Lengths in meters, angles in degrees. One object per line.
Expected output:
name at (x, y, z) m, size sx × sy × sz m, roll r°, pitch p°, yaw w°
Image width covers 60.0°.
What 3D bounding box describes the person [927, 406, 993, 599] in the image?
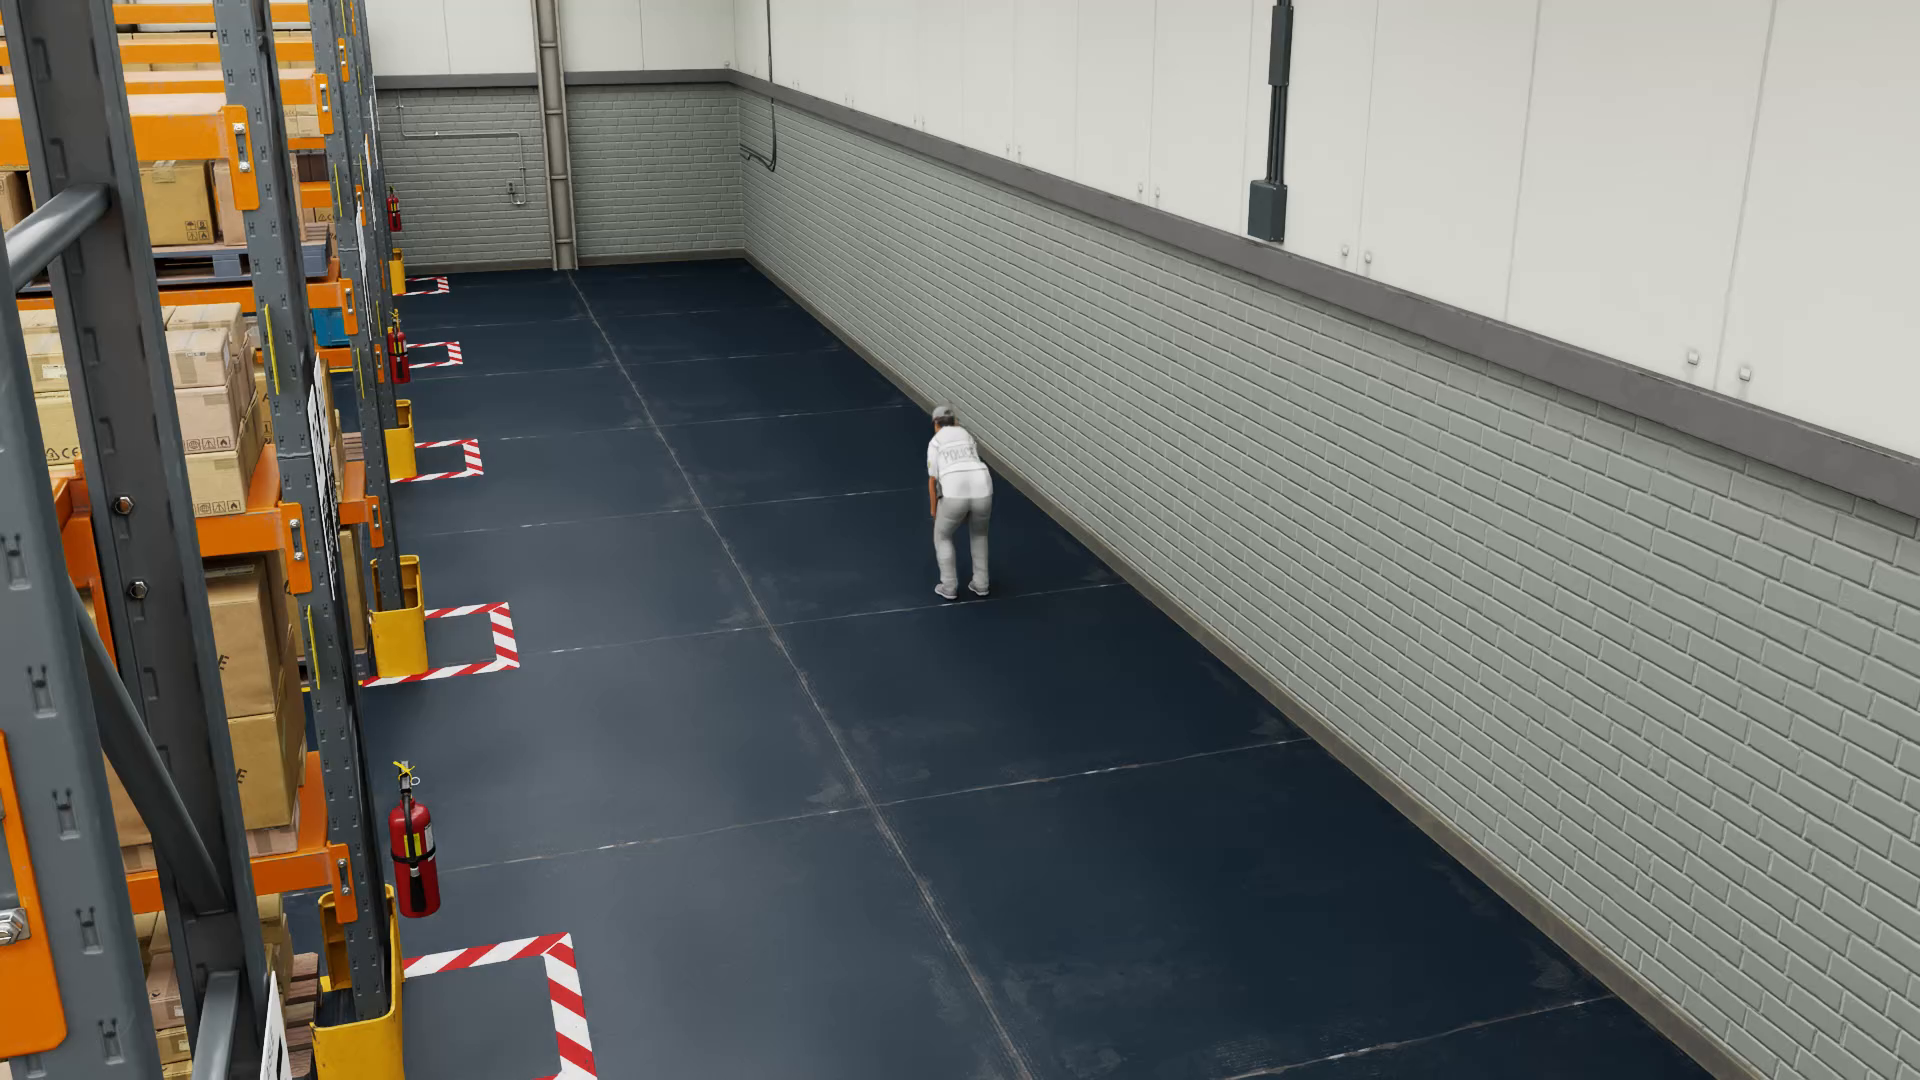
person at (-0.037, -0.305, 13.265) m, size 0.456 × 1.453 × 0.789 m, roll -7°, pitch 20°, yaw -18°
